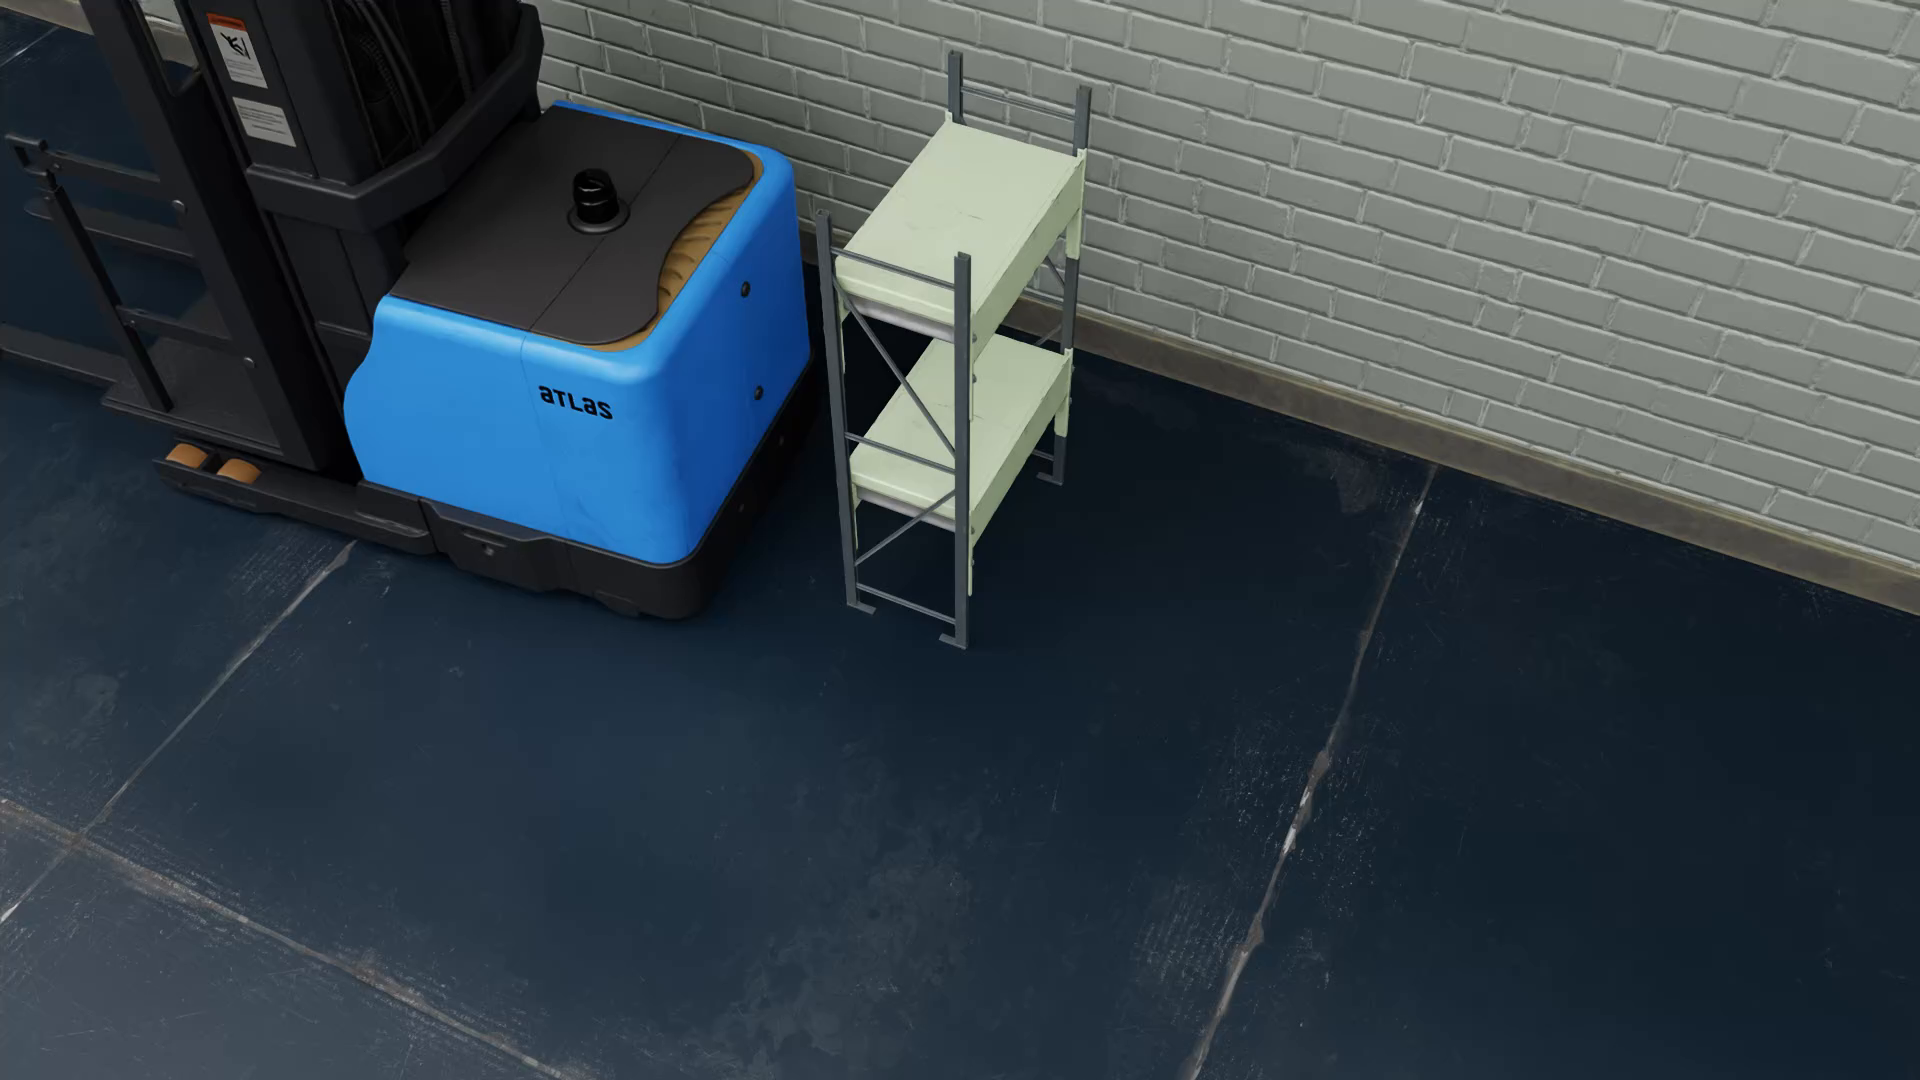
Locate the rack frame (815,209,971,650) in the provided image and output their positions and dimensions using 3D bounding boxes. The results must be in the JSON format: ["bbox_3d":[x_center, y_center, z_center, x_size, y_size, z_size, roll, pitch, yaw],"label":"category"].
[{"bbox_3d":[-0.159,-0.229,4.460,0.400,1.500,0.023,20,52,16],"label":"rack frame"}]

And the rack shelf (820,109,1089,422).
[{"bbox_3d":[-0.003,-0.734,4.378,0.431,0.370,0.720,20,52,16],"label":"rack shelf"}]

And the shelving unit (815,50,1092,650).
[{"bbox_3d":[-0.003,-0.481,4.675,0.431,1.500,0.755,20,52,16],"label":"shelving unit"}]

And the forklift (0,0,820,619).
[{"bbox_3d":[-2.039,-1.411,4.526,3.031,2.935,1.130,15,51,13],"label":"forklift"}]

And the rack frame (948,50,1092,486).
[{"bbox_3d":[0.154,-0.733,4.889,0.400,1.500,0.023,20,52,16],"label":"rack frame"}]

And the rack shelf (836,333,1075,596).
[{"bbox_3d":[-0.003,-0.270,4.923,0.431,0.370,0.720,20,52,16],"label":"rack shelf"}]
